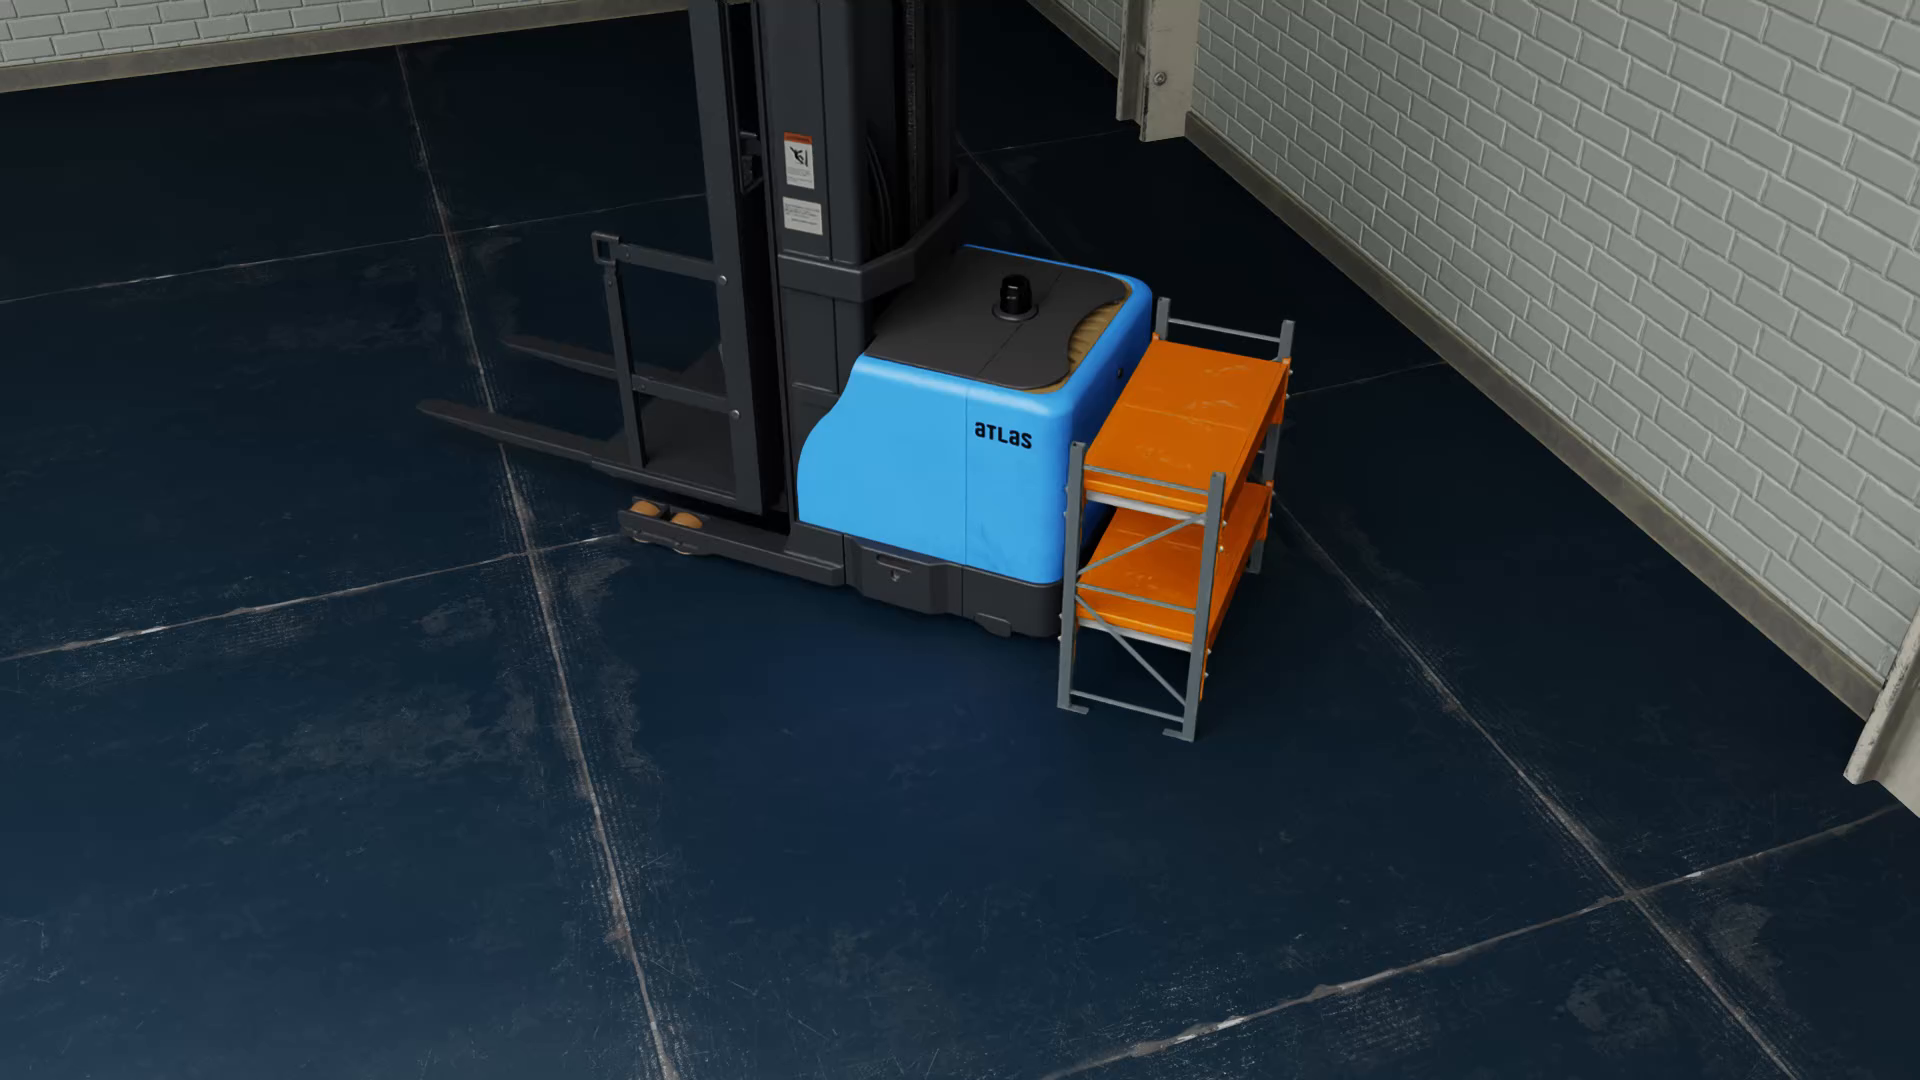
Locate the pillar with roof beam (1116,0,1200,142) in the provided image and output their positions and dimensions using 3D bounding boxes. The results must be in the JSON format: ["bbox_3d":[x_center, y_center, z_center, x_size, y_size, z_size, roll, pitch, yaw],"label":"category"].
[{"bbox_3d":[-2.877,-5.213,6.191,9.100,9.000,0.400,-12,39,-16],"label":"pillar with roof beam"}]

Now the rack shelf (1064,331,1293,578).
[{"bbox_3d":[0.772,-0.323,5.757,0.538,0.278,1.000,13,39,17],"label":"rack shelf"}]

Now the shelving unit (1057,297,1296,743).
[{"bbox_3d":[0.771,-0.089,5.933,0.538,1.125,1.048,13,39,17],"label":"shelving unit"}]

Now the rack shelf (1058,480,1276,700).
[{"bbox_3d":[0.771,0.106,6.080,0.538,0.278,1.000,13,39,17],"label":"rack shelf"}]

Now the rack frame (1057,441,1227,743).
[{"bbox_3d":[0.588,0.196,5.554,0.500,1.125,0.032,13,39,17],"label":"rack frame"}]

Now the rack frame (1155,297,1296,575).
[{"bbox_3d":[0.955,-0.374,6.312,0.500,1.125,0.032,13,39,17],"label":"rack frame"}]

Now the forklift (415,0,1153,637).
[{"bbox_3d":[-0.822,-1.387,6.155,3.031,2.935,1.130,15,39,19],"label":"forklift"}]
